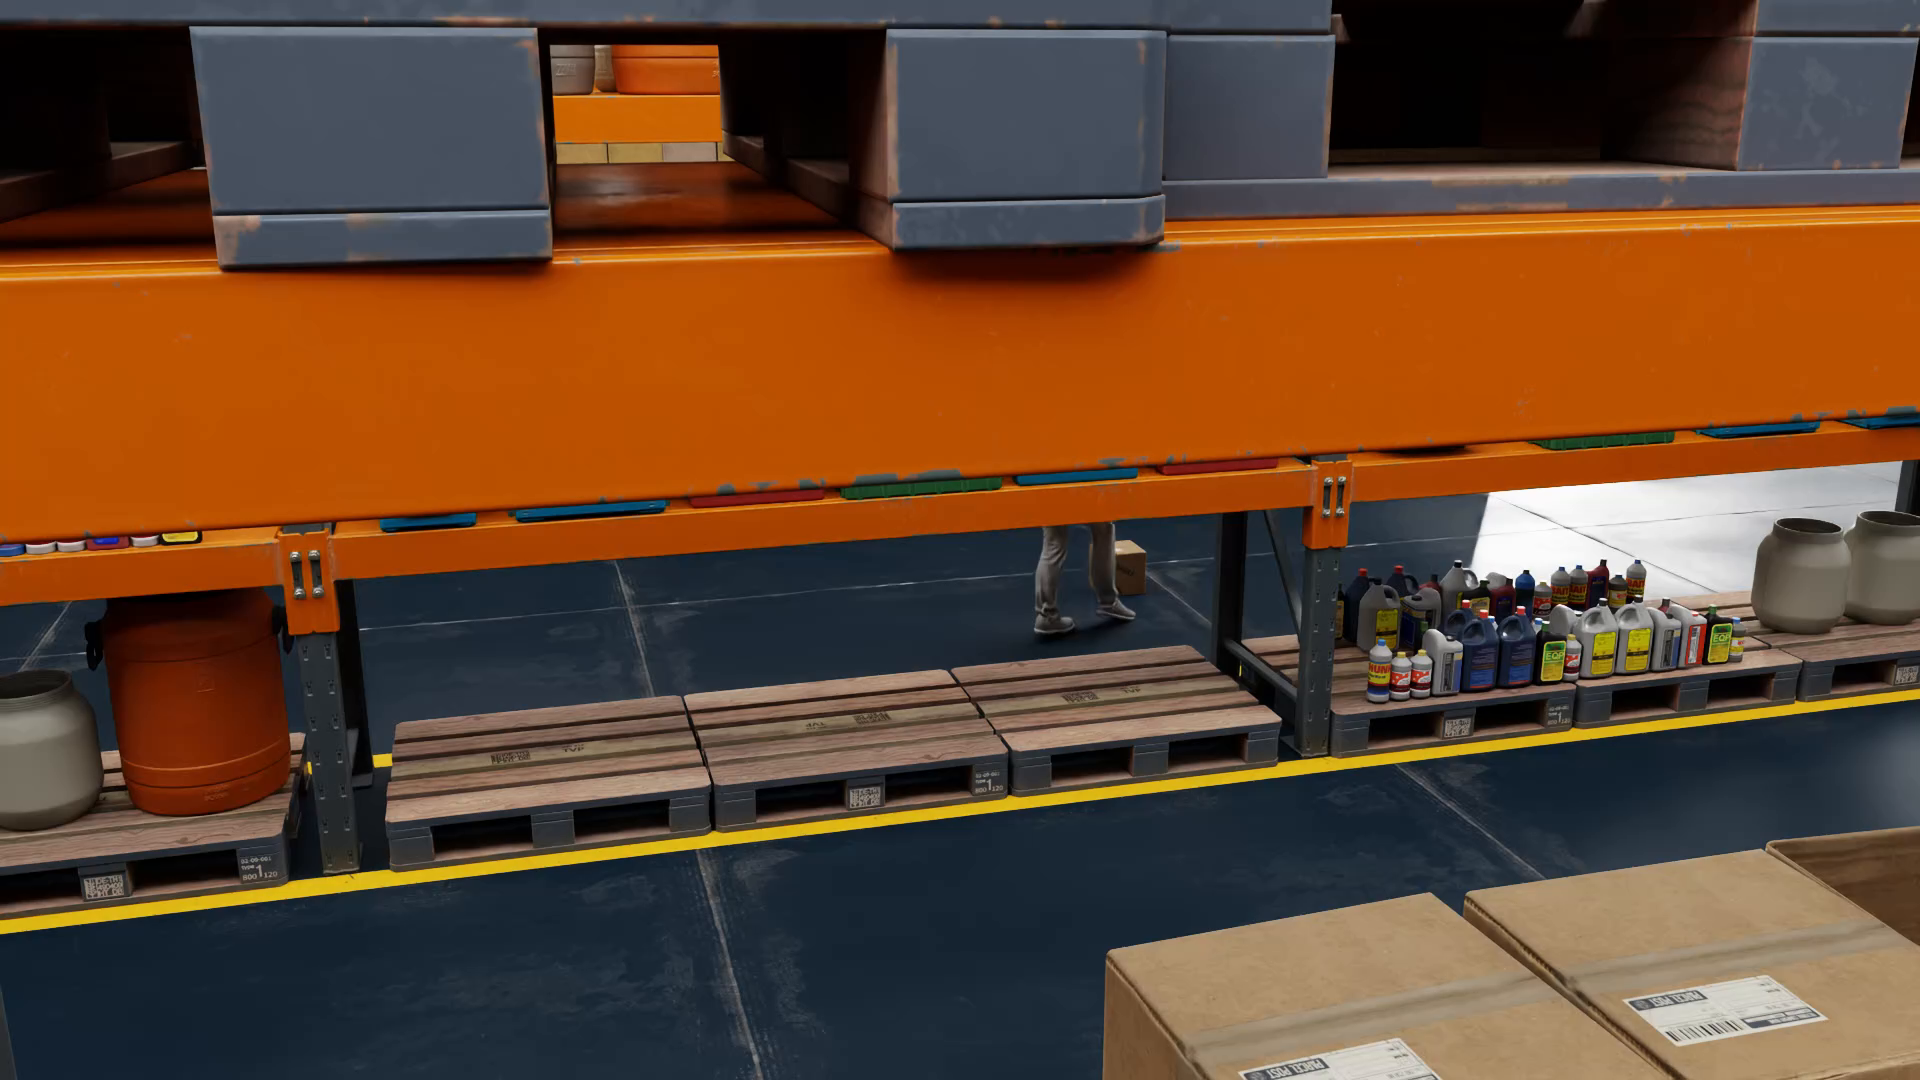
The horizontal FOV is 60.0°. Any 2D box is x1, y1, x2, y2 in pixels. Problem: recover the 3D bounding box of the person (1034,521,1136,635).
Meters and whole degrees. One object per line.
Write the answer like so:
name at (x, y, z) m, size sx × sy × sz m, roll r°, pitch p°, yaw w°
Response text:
person at (0.622, -0.344, 8.682) m, size 0.521 × 1.706 × 0.666 m, roll 11°, pitch 20°, yaw 35°
